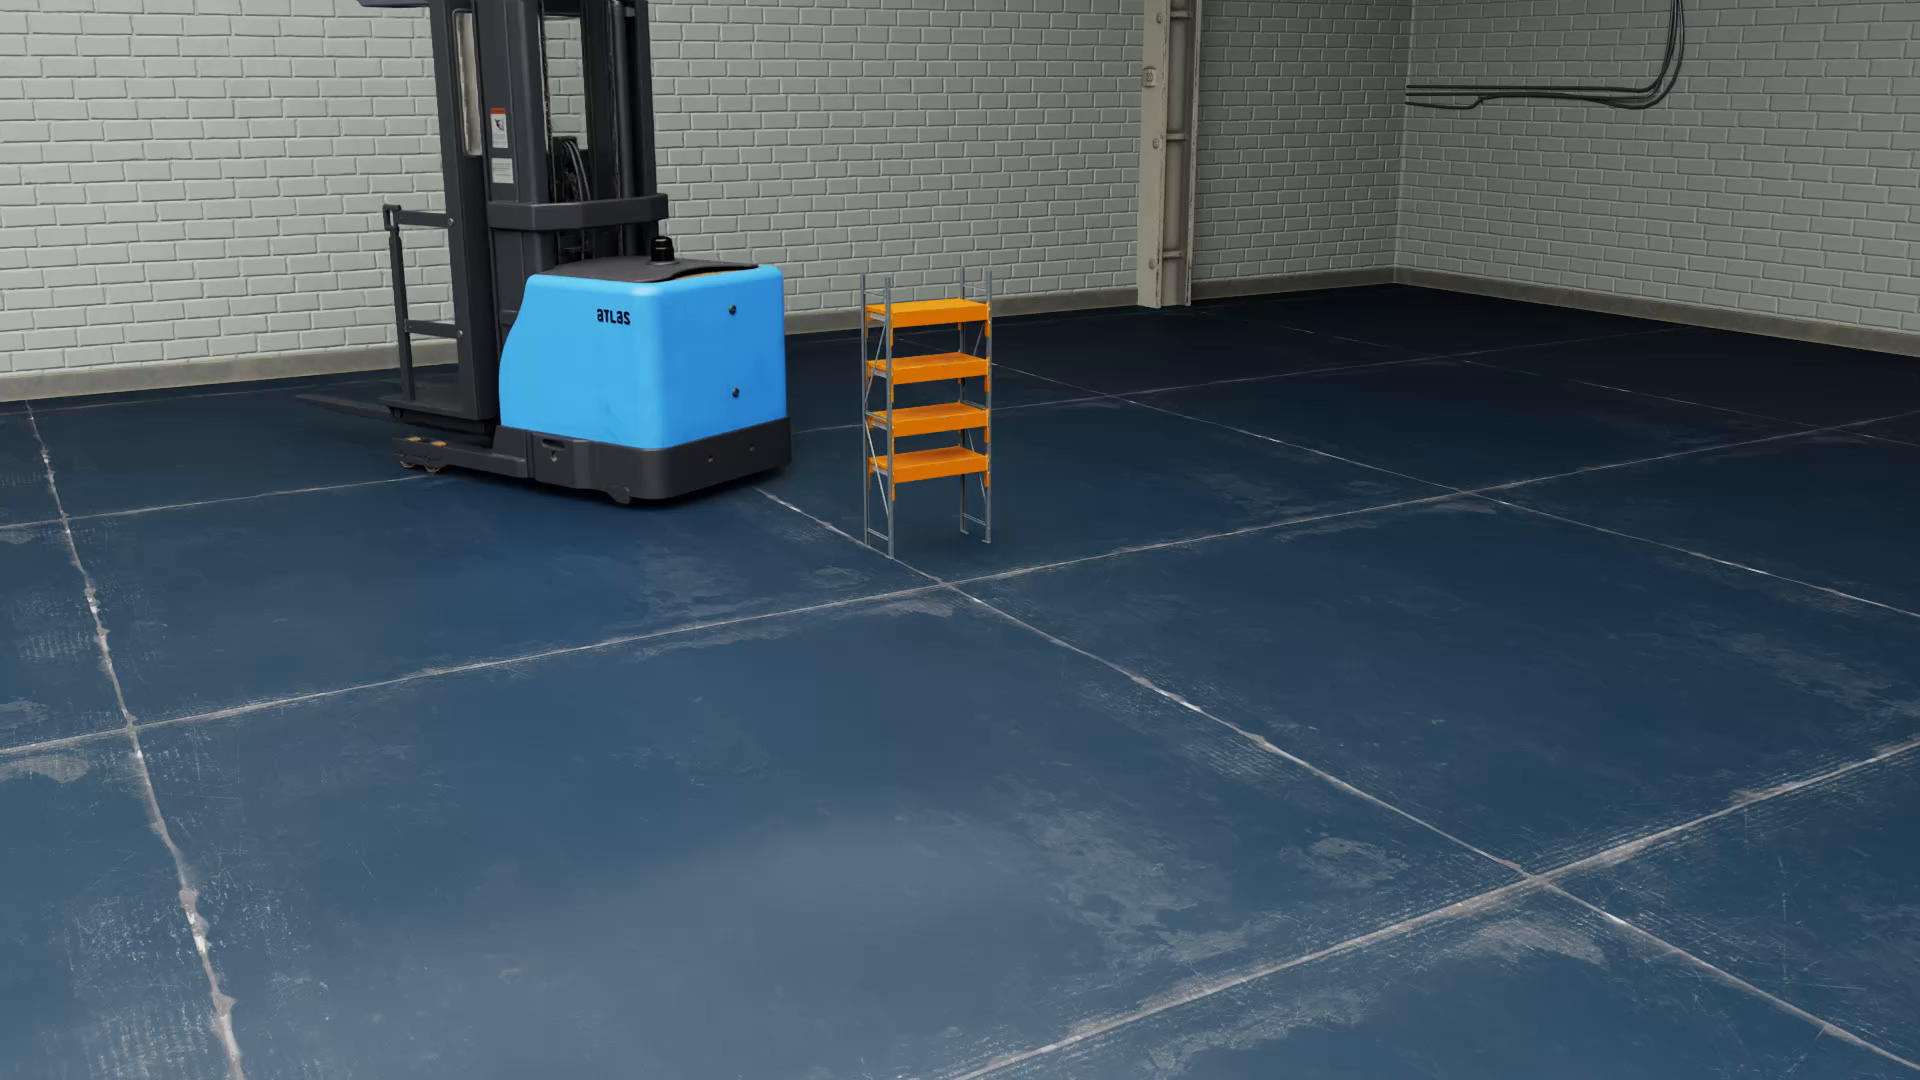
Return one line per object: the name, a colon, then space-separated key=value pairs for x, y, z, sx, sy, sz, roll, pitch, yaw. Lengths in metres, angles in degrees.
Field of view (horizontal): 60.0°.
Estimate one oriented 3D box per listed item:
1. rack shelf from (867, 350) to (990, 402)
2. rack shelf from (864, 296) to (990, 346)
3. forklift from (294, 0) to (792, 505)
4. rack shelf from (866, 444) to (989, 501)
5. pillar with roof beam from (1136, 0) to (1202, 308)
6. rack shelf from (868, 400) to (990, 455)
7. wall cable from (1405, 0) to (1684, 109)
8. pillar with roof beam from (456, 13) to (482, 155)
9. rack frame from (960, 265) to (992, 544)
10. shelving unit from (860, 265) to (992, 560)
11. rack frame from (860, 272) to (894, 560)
rack shelf: x=-0.142 y=-0.705 z=7.124 sx=0.480 sy=0.148 sz=0.258 roll=-9 pitch=18 yaw=-30
rack shelf: x=-0.142 y=-0.933 z=7.060 sx=0.480 sy=0.148 sz=0.258 roll=-9 pitch=18 yaw=-30
forklift: x=-2.378 y=-1.866 z=8.636 sx=3.031 sy=2.935 sz=1.130 roll=10 pitch=19 yaw=33
rack shelf: x=-0.142 y=-0.299 z=7.238 sx=0.480 sy=0.148 sz=0.258 roll=-9 pitch=18 yaw=-30
pillar with roof beam: x=4.045 y=-5.453 z=10.189 sx=0.400 sy=9.000 sz=9.100 roll=-9 pitch=18 yaw=-30
rack shelf: x=-0.142 y=-0.490 z=7.184 sx=0.480 sy=0.148 sz=0.258 roll=-9 pitch=18 yaw=-30
wall cable: x=5.035 y=-5.057 z=14.531 sx=0.112 sy=2.526 sz=3.097 roll=-9 pitch=18 yaw=-30
pillar with roof beam: x=-1.098 y=-4.619 z=7.214 sx=0.400 sy=9.000 sz=9.100 roll=-9 pitch=18 yaw=-30
rack frame: x=0.067 y=-0.589 z=7.287 sx=0.015 sy=1.200 sz=0.240 roll=-9 pitch=18 yaw=-30
shelving unit: x=-0.142 y=-0.555 z=7.166 sx=0.503 sy=1.200 sz=0.258 roll=-9 pitch=18 yaw=-30
rack frame: x=-0.351 y=-0.521 z=7.045 sx=0.015 sy=1.200 sz=0.240 roll=-9 pitch=18 yaw=-30
